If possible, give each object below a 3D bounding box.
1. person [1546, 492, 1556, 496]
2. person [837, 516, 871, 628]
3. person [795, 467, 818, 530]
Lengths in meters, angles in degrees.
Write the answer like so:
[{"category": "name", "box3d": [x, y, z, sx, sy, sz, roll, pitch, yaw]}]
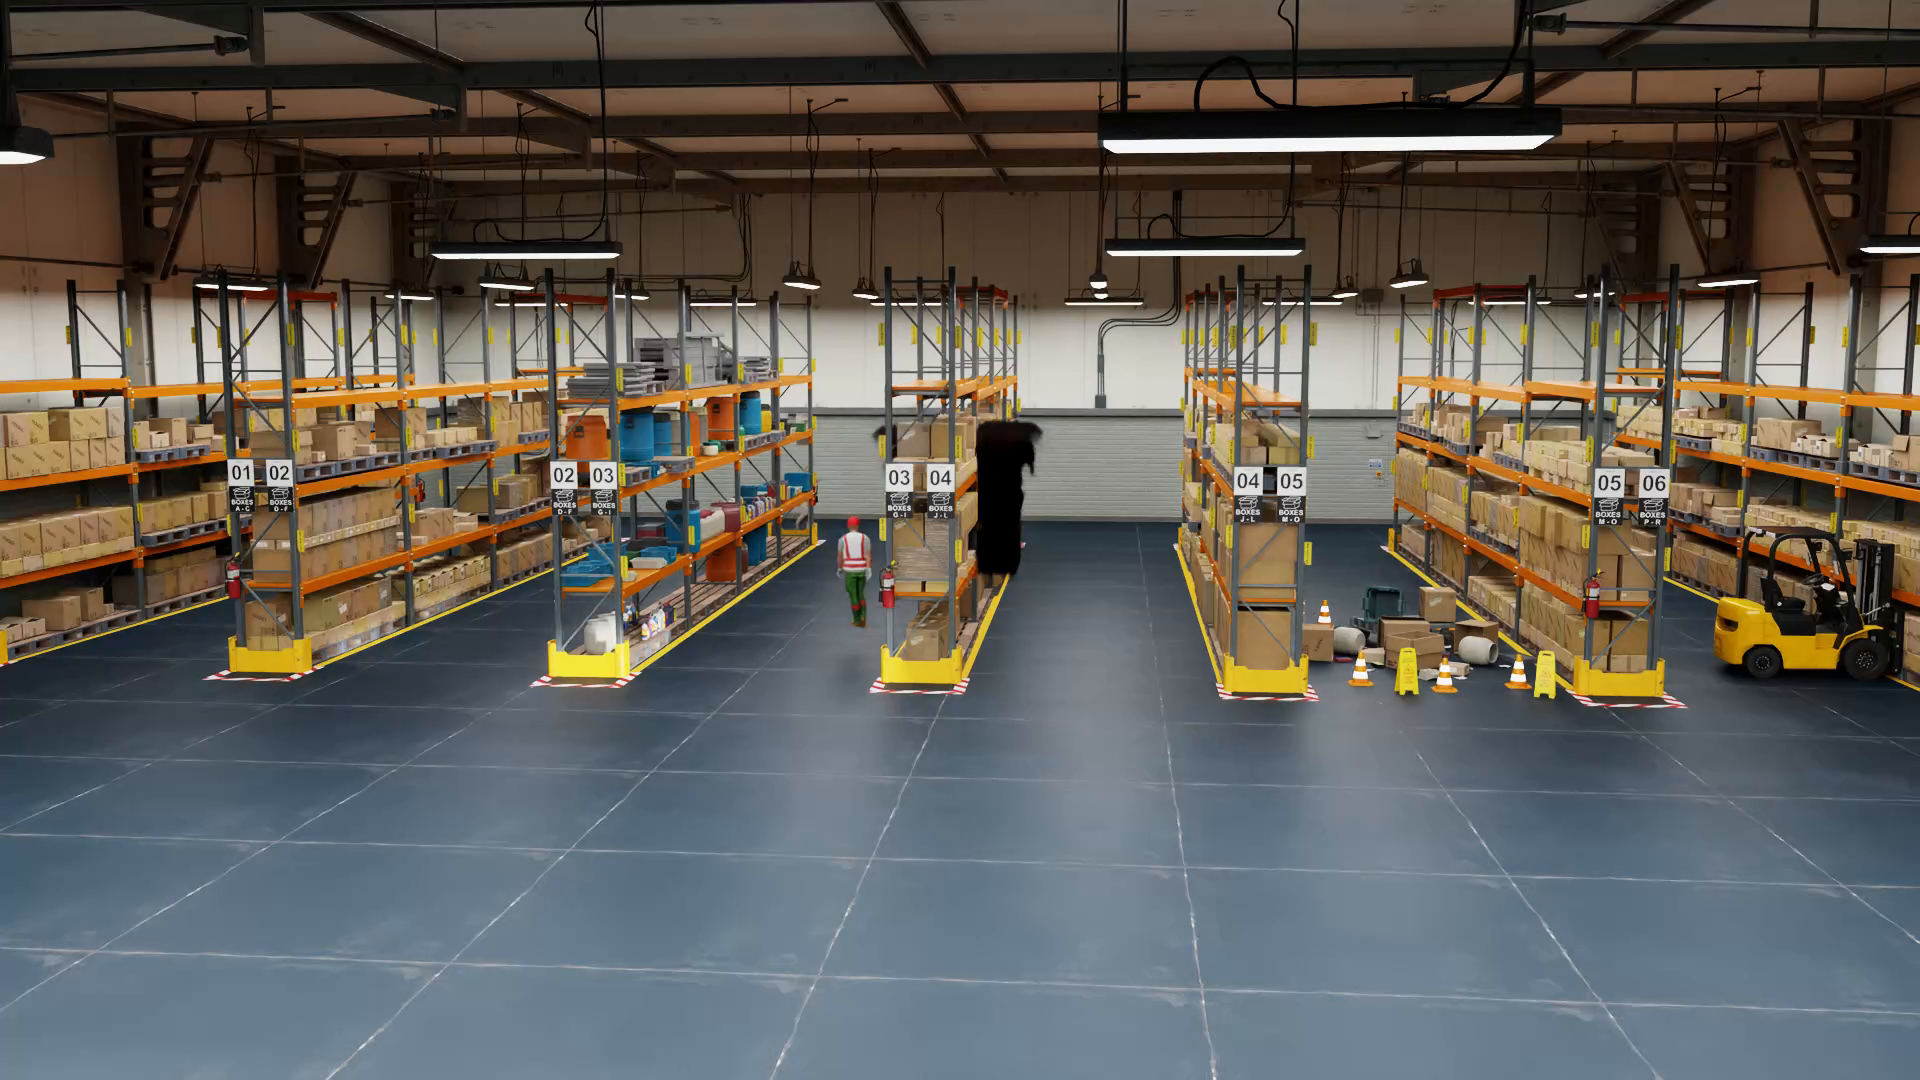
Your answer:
[{"category": "person", "box3d": [14.275, -0.740, 40.009, 0.806, 1.755, 0.617, 0, 7, 4]}, {"category": "person", "box3d": [-1.751, 0.548, 27.159, 0.504, 1.870, 0.482, -5, 8, -33]}, {"category": "person", "box3d": [-3.891, -1.019, 42.415, 0.555, 1.719, 0.519, -6, 9, -42]}]
